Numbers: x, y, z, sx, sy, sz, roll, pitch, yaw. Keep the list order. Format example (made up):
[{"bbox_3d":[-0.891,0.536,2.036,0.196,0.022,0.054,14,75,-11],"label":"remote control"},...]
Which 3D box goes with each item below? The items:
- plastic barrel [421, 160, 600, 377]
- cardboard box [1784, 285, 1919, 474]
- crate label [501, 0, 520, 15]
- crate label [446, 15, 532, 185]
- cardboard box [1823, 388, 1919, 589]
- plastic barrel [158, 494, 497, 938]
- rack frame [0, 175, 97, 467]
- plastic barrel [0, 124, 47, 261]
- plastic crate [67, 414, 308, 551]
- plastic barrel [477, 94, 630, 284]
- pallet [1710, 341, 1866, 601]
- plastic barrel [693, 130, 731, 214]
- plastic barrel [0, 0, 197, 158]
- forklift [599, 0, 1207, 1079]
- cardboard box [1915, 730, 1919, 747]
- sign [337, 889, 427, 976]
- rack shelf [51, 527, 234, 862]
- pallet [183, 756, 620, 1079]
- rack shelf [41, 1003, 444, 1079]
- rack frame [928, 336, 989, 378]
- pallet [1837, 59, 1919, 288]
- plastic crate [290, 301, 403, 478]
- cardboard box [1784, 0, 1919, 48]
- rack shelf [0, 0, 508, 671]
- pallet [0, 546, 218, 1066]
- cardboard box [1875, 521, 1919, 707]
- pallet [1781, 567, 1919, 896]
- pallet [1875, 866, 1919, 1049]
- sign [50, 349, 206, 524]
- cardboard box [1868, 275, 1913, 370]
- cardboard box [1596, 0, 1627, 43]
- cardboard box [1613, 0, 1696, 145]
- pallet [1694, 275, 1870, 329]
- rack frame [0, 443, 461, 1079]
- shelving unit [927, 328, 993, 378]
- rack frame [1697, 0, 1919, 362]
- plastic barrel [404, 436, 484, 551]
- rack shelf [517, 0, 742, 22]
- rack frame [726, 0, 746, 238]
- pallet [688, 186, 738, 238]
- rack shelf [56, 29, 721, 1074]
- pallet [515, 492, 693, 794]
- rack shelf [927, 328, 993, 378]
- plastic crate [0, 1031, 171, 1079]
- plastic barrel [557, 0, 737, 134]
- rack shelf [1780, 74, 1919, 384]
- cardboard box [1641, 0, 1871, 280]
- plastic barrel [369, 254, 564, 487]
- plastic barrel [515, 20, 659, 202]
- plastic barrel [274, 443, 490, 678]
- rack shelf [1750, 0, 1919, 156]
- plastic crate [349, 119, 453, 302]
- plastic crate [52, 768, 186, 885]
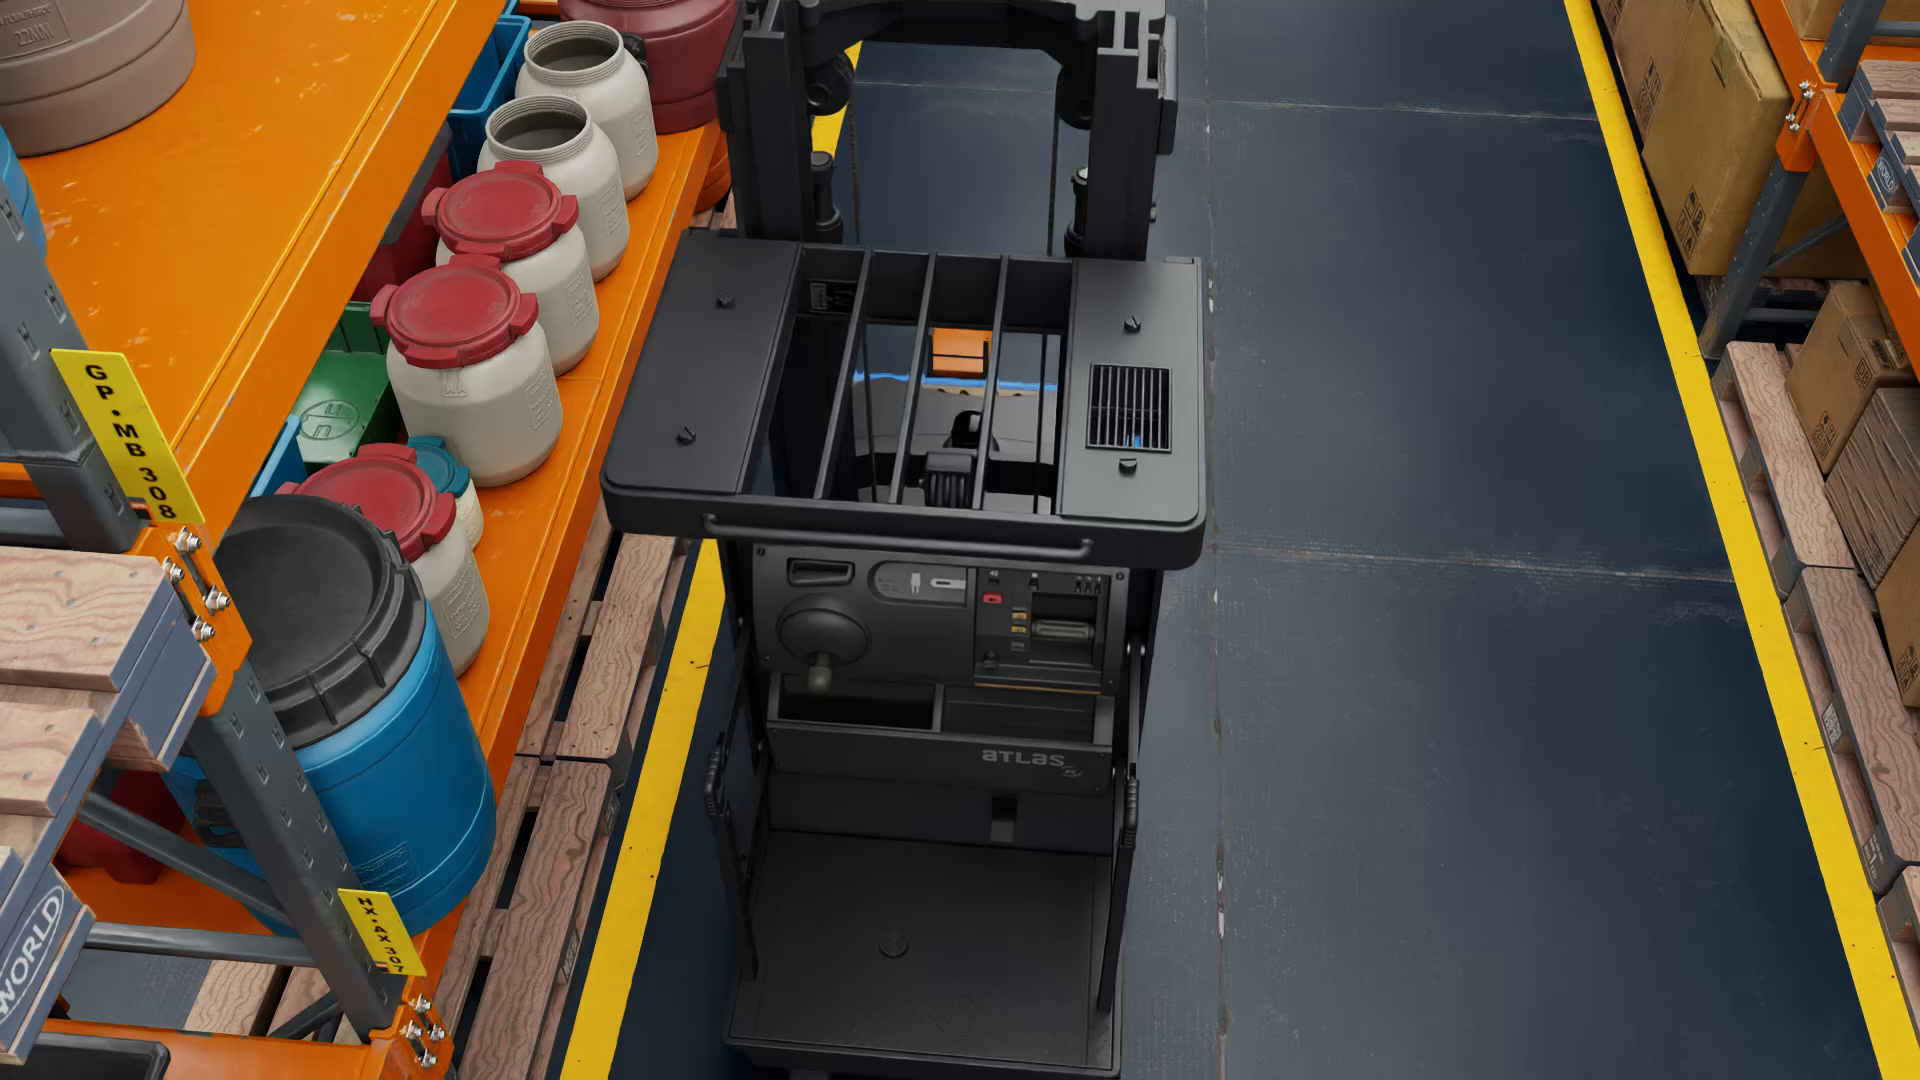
[{"bbox_3d":[-1.283,-0.758,4.819,0.433,0.535,0.433,0,48,0],"label":"plastic barrel"},{"bbox_3d":[3.561,-0.584,6.148,0.700,0.500,0.500,2,48,1],"label":"cardboard box"},{"bbox_3d":[-1.742,-1.766,5.945,0.303,0.233,0.416,4,48,4],"label":"crate label"},{"bbox_3d":[-1.690,-1.406,5.480,0.502,0.435,0.616,4,48,4],"label":"crate label"},{"bbox_3d":[3.523,-0.176,5.774,0.700,0.500,0.500,0,48,0],"label":"cardboard box"},{"bbox_3d":[-1.358,0.400,3.511,0.600,0.901,0.708,4,48,4],"label":"plastic barrel"},{"bbox_3d":[-1.695,-1.192,1.242,1.000,3.000,0.127,4,48,4],"label":"rack frame"},{"bbox_3d":[-1.865,-0.737,2.519,0.600,0.901,0.708,4,48,4],"label":"plastic barrel"},{"bbox_3d":[-1.904,0.007,4.222,0.392,0.384,0.575,4,48,4],"label":"plastic crate"},{"bbox_3d":[-1.250,-1.064,5.115,0.421,0.512,0.421,0,48,0],"label":"plastic barrel"},{"bbox_3d":[3.529,-0.258,6.343,1.003,0.211,1.213,4,48,4],"label":"pallet"},{"bbox_3d":[-1.303,-1.876,7.119,0.600,0.830,0.708,4,48,4],"label":"plastic barrel"},{"bbox_3d":[-1.805,-1.217,2.958,0.600,0.901,0.600,0,48,0],"label":"plastic barrel"},{"bbox_3d":[-0.069,0.304,3.986,1.130,2.935,3.031,4,48,4],"label":"forklift"},{"bbox_3d":[3.428,0.651,5.018,0.700,0.500,0.500,0,48,0],"label":"cardboard box"},{"bbox_3d":[-1.148,0.785,3.312,0.100,0.325,0.005,4,48,4],"label":"sign"},{"bbox_3d":[-1.877,1.533,1.270,1.077,0.370,4.000,4,48,4],"label":"rack shelf"},{"bbox_3d":[-1.662,1.194,5.015,1.003,0.211,1.213,4,48,4],"label":"pallet"},{"bbox_3d":[-1.877,2.545,2.377,1.077,0.370,4.000,4,48,4],"label":"rack shelf"},{"bbox_3d":[-0.006,-0.304,5.817,0.200,1.050,0.008,4,48,4],"label":"rack frame"},{"bbox_3d":[3.643,-1.178,5.424,1.213,0.211,1.003,4,48,4],"label":"pallet"},{"bbox_3d":[-1.817,-0.394,4.721,0.450,0.188,0.662,4,48,4],"label":"plastic crate"},{"bbox_3d":[3.400,-2.186,6.149,0.500,0.500,0.500,5,48,5],"label":"cardboard box"},{"bbox_3d":[-1.512,-1.406,3.958,1.077,0.370,4.000,4,48,4],"label":"rack shelf"},{"bbox_3d":[-1.663,0.421,1.927,1.213,0.211,1.003,4,48,4],"label":"pallet"},{"bbox_3d":[3.478,0.241,5.393,0.700,0.500,0.500,7,48,7],"label":"cardboard box"},{"bbox_3d":[3.416,0.636,5.525,1.003,0.211,1.213,4,48,4],"label":"pallet"},{"bbox_3d":[3.307,1.535,4.703,1.003,0.211,1.213,4,48,4],"label":"pallet"},{"bbox_3d":[-1.148,-0.137,2.304,0.100,0.325,0.005,4,48,4],"label":"sign"},{"bbox_3d":[3.571,-0.837,5.870,0.500,0.250,0.500,6,48,5],"label":"cardboard box"},{"bbox_3d":[3.848,-3.009,8.125,1.225,0.875,0.875,2,48,2],"label":"cardboard box"},{"bbox_3d":[3.775,-2.358,7.529,1.225,0.875,0.875,4,48,4],"label":"cardboard box"},{"bbox_3d":[3.749,-1.406,7.393,1.003,0.211,1.213,4,48,4],"label":"pallet"},{"bbox_3d":[-1.695,0.833,3.455,1.000,3.000,0.127,4,48,4],"label":"rack frame"},{"bbox_3d":[0.005,-0.394,5.899,0.215,1.050,0.252,4,48,4],"label":"shelving unit"},{"bbox_3d":[3.602,-1.773,5.839,1.000,3.000,0.127,4,48,4],"label":"rack frame"},{"bbox_3d":[-1.421,-0.083,4.387,0.301,0.262,0.301,0,48,0],"label":"plastic barrel"},{"bbox_3d":[-1.148,-3.333,7.753,1.077,0.370,4.000,4,48,4],"label":"rack shelf"},{"bbox_3d":[-1.330,-2.106,6.144,1.000,3.000,0.127,4,48,4],"label":"rack frame"},{"bbox_3d":[-1.300,-1.747,7.705,1.003,0.211,1.213,4,48,4],"label":"pallet"},{"bbox_3d":[-1.512,-0.394,5.065,1.077,0.370,4.000,4,48,4],"label":"rack shelf"},{"bbox_3d":[-1.553,0.295,5.837,1.003,0.211,1.213,4,48,4],"label":"pallet"},{"bbox_3d":[0.005,-0.578,5.697,0.215,0.259,0.240,4,48,4],"label":"rack shelf"},{"bbox_3d":[-1.869,1.230,3.134,0.767,0.338,0.504,4,48,4],"label":"plastic crate"},{"bbox_3d":[-1.071,-1.791,5.763,0.600,0.536,0.708,4,48,4],"label":"plastic barrel"},{"bbox_3d":[3.420,-0.061,4.760,1.077,0.370,4.000,4,48,4],"label":"rack shelf"},{"bbox_3d":[3.686,-1.704,6.931,1.225,0.875,0.875,2,48,2],"label":"cardboard box"},{"bbox_3d":[-1.322,-0.440,4.528,0.433,0.535,0.433,0,48,0],"label":"plastic barrel"},{"bbox_3d":[-1.211,-1.374,5.398,0.421,0.512,0.421,0,48,0],"label":"plastic barrel"},{"bbox_3d":[-1.389,0.099,4.035,0.433,0.535,0.433,0,48,0],"label":"plastic barrel"},{"bbox_3d":[3.784,-3.000,7.449,1.077,0.370,4.000,4,48,4],"label":"rack shelf"},{"bbox_3d":[-1.782,-0.961,5.053,0.402,0.464,0.583,4,48,4],"label":"plastic crate"},{"bbox_3d":[-1.955,0.435,3.776,0.402,0.464,0.583,4,48,4],"label":"plastic crate"}]
